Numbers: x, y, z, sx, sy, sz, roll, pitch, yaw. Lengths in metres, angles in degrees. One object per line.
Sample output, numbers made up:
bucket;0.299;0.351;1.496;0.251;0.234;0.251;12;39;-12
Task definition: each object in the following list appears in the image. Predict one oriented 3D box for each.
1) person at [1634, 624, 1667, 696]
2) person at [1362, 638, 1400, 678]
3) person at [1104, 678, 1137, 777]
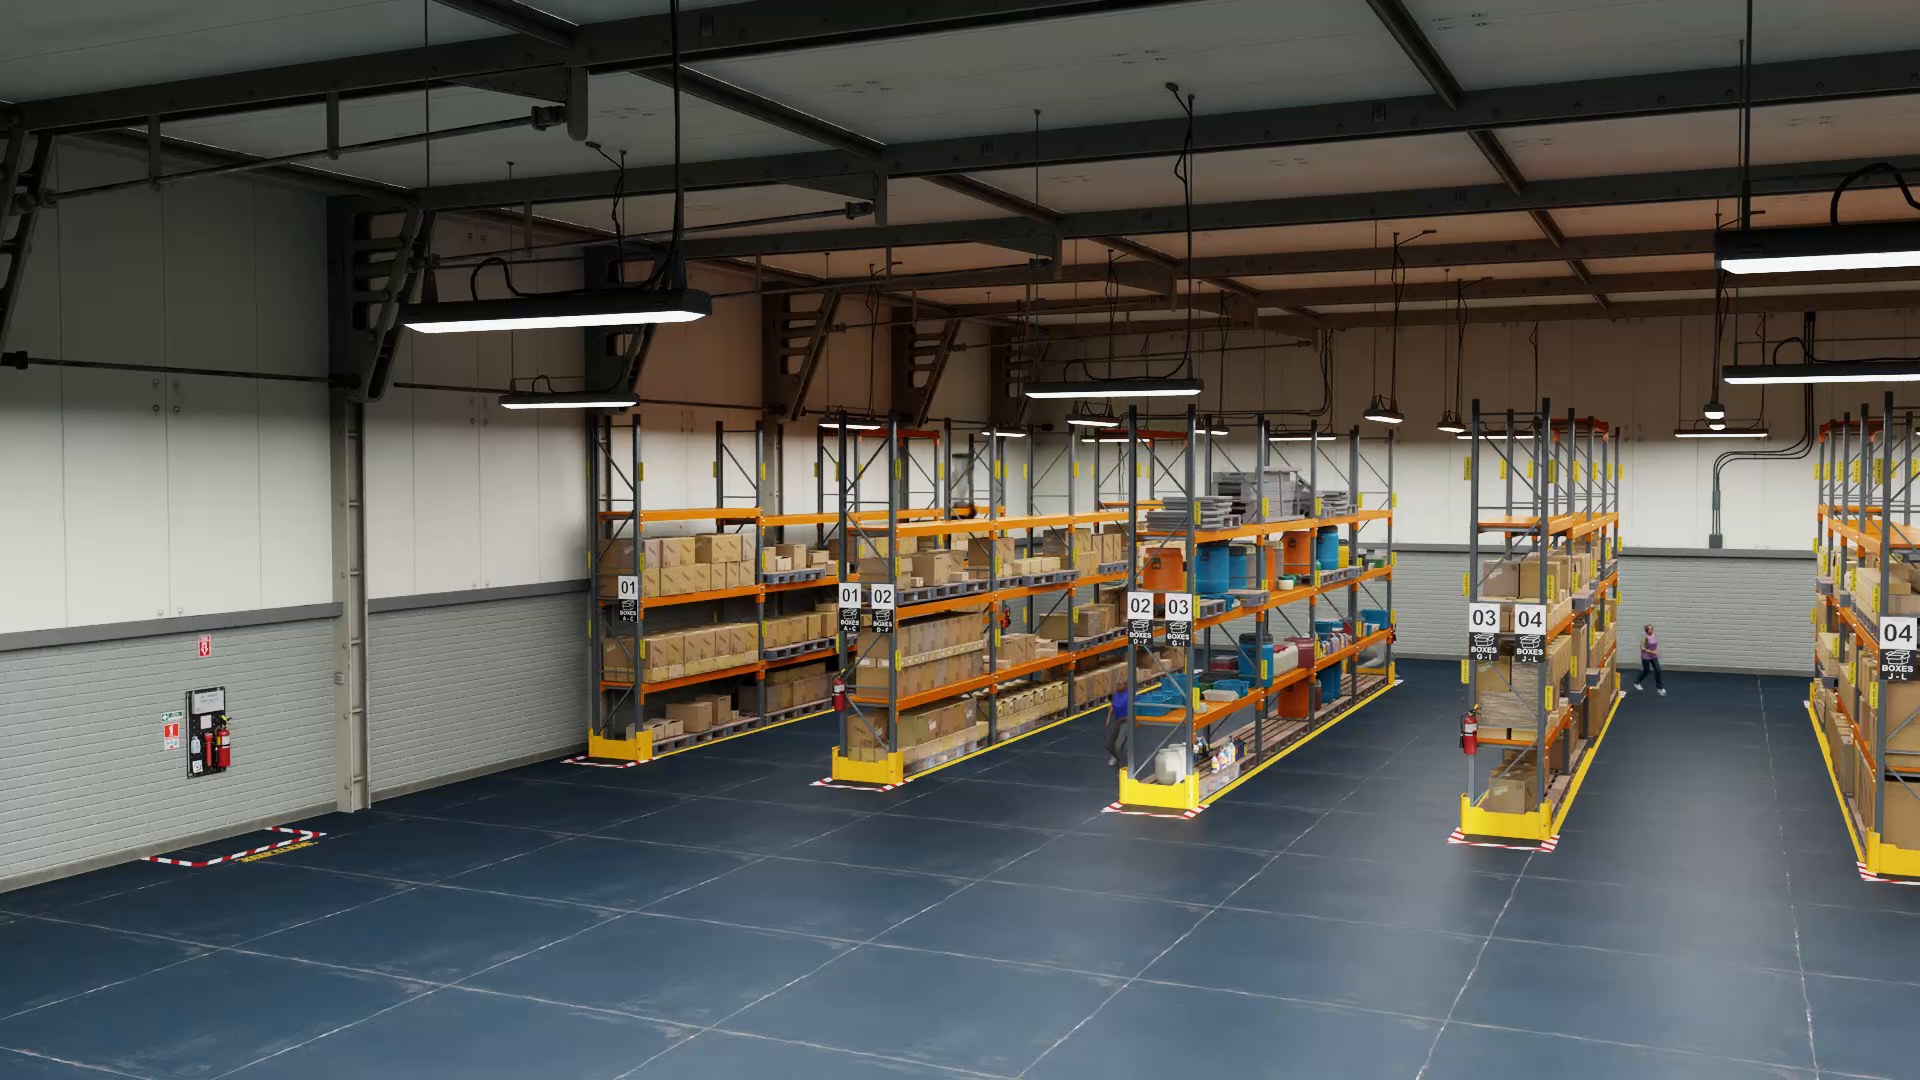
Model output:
person;15.473;2.667;37.414;0.565;1.593;0.814;-1;3;-21
person;10.206;2.517;40.309;0.867;1.645;0.634;1;3;28
person;2.679;3.093;27.530;0.767;1.644;0.583;2;3;45
